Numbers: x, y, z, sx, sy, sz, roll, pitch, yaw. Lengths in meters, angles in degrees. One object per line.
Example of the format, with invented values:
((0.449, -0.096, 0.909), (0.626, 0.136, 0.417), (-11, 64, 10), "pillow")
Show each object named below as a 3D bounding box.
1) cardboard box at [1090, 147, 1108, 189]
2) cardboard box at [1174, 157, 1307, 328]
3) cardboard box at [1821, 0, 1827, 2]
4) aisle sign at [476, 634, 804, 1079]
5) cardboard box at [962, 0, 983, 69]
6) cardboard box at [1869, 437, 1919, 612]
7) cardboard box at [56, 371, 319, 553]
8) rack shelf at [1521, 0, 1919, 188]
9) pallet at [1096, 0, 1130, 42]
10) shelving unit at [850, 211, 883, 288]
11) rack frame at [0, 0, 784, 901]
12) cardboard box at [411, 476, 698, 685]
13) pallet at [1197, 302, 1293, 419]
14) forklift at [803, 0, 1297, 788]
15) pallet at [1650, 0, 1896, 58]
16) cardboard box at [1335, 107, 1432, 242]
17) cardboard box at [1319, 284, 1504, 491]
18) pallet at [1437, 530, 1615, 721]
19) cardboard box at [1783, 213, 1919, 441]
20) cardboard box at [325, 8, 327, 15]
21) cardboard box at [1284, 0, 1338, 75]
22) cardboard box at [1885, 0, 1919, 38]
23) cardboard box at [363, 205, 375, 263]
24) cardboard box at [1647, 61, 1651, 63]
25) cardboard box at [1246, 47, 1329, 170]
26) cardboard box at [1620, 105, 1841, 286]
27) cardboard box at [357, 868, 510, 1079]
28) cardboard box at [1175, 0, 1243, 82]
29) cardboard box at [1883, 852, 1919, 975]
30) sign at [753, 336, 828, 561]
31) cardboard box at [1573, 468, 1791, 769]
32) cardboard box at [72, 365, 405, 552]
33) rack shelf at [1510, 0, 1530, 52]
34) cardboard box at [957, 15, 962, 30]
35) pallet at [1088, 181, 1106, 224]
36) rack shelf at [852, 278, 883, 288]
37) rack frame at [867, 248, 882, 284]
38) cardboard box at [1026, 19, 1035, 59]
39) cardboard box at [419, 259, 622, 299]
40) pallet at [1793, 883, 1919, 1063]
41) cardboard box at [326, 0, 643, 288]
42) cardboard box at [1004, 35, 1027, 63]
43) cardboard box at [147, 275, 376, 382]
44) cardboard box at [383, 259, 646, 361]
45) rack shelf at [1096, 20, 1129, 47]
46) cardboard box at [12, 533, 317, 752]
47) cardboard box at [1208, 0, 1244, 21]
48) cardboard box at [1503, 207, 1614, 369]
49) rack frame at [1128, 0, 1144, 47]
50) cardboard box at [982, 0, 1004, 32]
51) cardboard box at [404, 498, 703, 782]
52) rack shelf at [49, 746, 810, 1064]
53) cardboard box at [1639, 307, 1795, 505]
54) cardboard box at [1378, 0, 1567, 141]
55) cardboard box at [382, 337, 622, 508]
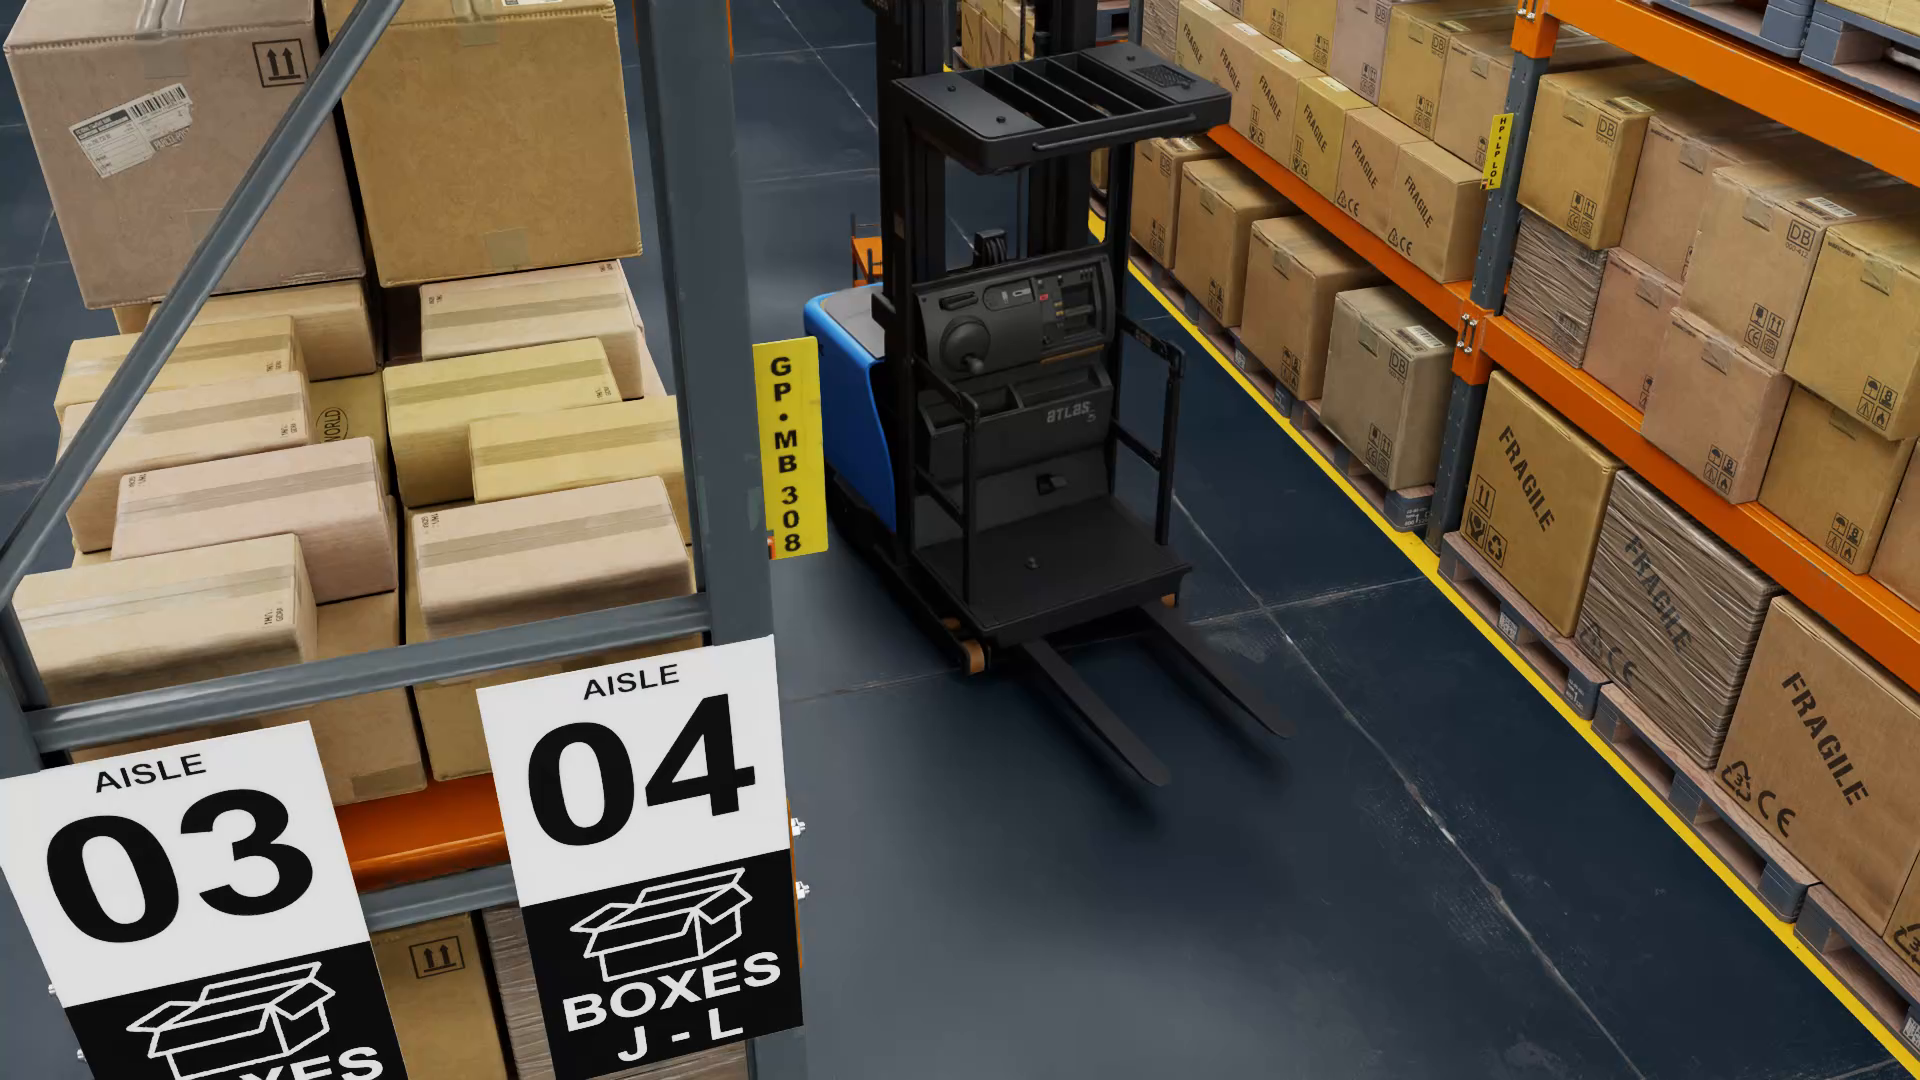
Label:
((1.118, -2.822, 11.686), (0.500, 0.500, 0.500), (-10, 35, -15), "cardboard box")
((1.938, -1.831, 9.960), (1.050, 0.750, 0.750), (-9, 35, -14), "cardboard box")
((2.888, -1.869, 5.393), (0.380, 0.149, 0.250), (-11, 35, -15), "cardboard box")
((-0.442, 0.491, 2.429), (0.394, 0.787, 0.004), (-10, 35, -15), "aisle sign")
((0.321, -4.188, 13.753), (0.500, 0.500, 0.500), (-9, 34, -13), "cardboard box")
((3.612, -0.038, 5.450), (0.875, 0.550, 0.550), (-10, 35, -15), "cardboard box")
((-1.284, -0.137, 2.790), (0.380, 0.149, 0.250), (-12, 35, -17), "cardboard box")
((3.398, -1.189, 5.261), (1.077, 0.370, 4.000), (-10, 35, -15), "rack shelf")
((1.249, -3.664, 11.248), (1.213, 0.211, 1.003), (-10, 35, -15), "pallet")
((-0.397, -1.090, 8.811), (0.258, 1.200, 0.503), (-7, 34, -11), "shelving unit")
((-0.746, -0.910, 1.464), (1.000, 3.000, 0.127), (-10, 35, -15), "rack frame")
((-0.610, 0.055, 2.500), (0.380, 0.149, 0.250), (-10, 35, -15), "cardboard box")
((2.105, -1.159, 9.812), (1.003, 0.211, 1.213), (-10, 35, -15), "pallet")
((0.353, -0.909, 6.967), (1.130, 2.935, 3.031), (-16, 37, -23), "forklift")
((3.028, -2.071, 6.023), (1.003, 0.211, 1.213), (-10, 35, -15), "pallet")
((2.220, -1.824, 8.199), (0.500, 0.500, 0.500), (-10, 35, -15), "cardboard box")
((2.513, -0.835, 8.453), (1.050, 0.750, 0.750), (-10, 35, -15), "cardboard box")
((2.946, 0.288, 7.623), (1.003, 0.211, 1.213), (-10, 35, -15), "pallet")
((3.349, -0.749, 5.547), (0.875, 0.550, 0.500), (-10, 35, -15), "cardboard box")
((-1.952, -1.365, 4.648), (0.380, 0.149, 0.250), (-10, 35, -14), "cardboard box")
((2.166, -2.807, 8.779), (0.700, 0.500, 0.500), (-10, 35, -15), "cardboard box")
((3.039, -1.605, 4.993), (0.380, 0.149, 0.250), (-10, 35, -14), "cardboard box")
((-1.597, -0.601, 3.855), (0.500, 0.250, 0.500), (-11, 35, -16), "cardboard box")
((5.852, -4.408, 13.746), (0.875, 0.875, 0.875), (-10, 35, -14), "cardboard box")
((1.909, -2.355, 9.003), (0.500, 0.500, 0.500), (-10, 35, -15), "cardboard box")
((3.146, -1.332, 6.430), (0.875, 0.550, 0.550), (-10, 35, -15), "cardboard box")
((-1.149, 0.763, 3.107), (0.500, 0.500, 0.500), (-10, 35, -15), "cardboard box")
((1.606, -2.882, 9.800), (0.500, 0.500, 0.500), (-10, 35, -15), "cardboard box")
((3.738, 1.178, 5.292), (0.875, 0.875, 0.875), (-10, 35, -14), "cardboard box")
((-0.230, -0.114, 2.188), (0.100, 0.325, 0.005), (-10, 35, -15), "sign")
((3.192, 0.238, 6.715), (0.875, 0.875, 0.875), (-10, 35, -14), "cardboard box")
((-1.290, -0.068, 3.047), (0.500, 0.250, 0.500), (-10, 35, -14), "cardboard box")
((2.178, -3.289, 8.439), (1.077, 0.370, 4.000), (-10, 35, -15), "rack shelf")
((-0.096, -4.623, 14.730), (0.380, 0.149, 0.250), (-10, 35, -14), "cardboard box")
((1.331, -2.635, 12.046), (1.003, 0.211, 1.213), (-10, 35, -15), "pallet")
((-0.397, -1.220, 8.725), (0.258, 0.148, 0.480), (-7, 34, -11), "rack shelf")
((-0.342, -0.959, 8.613), (0.240, 1.200, 0.015), (-7, 34, -11), "rack frame")
((0.805, -3.681, 12.306), (0.500, 0.250, 0.500), (-9, 35, -14), "cardboard box")
((-0.877, -0.493, 3.329), (0.380, 0.149, 0.250), (-10, 35, -15), "cardboard box")
((3.690, 1.569, 5.684), (1.003, 0.211, 1.213), (-10, 35, -15), "pallet")
((-0.942, -0.858, 3.292), (0.500, 0.500, 0.500), (-10, 35, -15), "cardboard box")
((0.656, -3.638, 12.921), (0.500, 0.500, 0.500), (-9, 35, -14), "cardboard box")
((-1.340, -0.416, 3.212), (0.380, 0.149, 0.250), (-10, 35, -14), "cardboard box")
((-0.958, -0.423, 3.584), (0.500, 0.250, 0.500), (-10, 35, -15), "cardboard box")
((0.958, -4.138, 12.444), (1.077, 0.370, 4.000), (-10, 35, -15), "rack shelf")
((-1.128, 0.145, 2.364), (0.380, 0.149, 0.250), (-10, 35, -15), "cardboard box")
((1.851, -3.344, 9.592), (0.700, 0.500, 0.500), (-10, 35, -15), "cardboard box")
((2.912, -1.159, 7.147), (0.875, 0.550, 0.550), (-10, 35, -15), "cardboard box")
((1.568, -3.388, 10.656), (1.000, 3.000, 0.127), (-10, 35, -15), "rack frame")
((0.486, -4.222, 13.124), (0.500, 0.250, 0.500), (-9, 35, -13), "cardboard box")
((-0.647, 0.108, 2.781), (0.500, 0.250, 0.500), (-9, 35, -13), "cardboard box")
((-1.356, -0.408, 4.079), (1.077, 0.370, 4.000), (-10, 35, -15), "rack shelf")
((3.154, -0.571, 6.257), (0.875, 0.550, 0.550), (-10, 35, -15), "cardboard box")
((2.472, -2.276, 7.976), (0.700, 0.500, 0.500), (-11, 35, -16), "cardboard box")
((-0.791, -0.210, 2.900), (0.380, 0.149, 0.250), (-11, 35, -16), "cardboard box")
